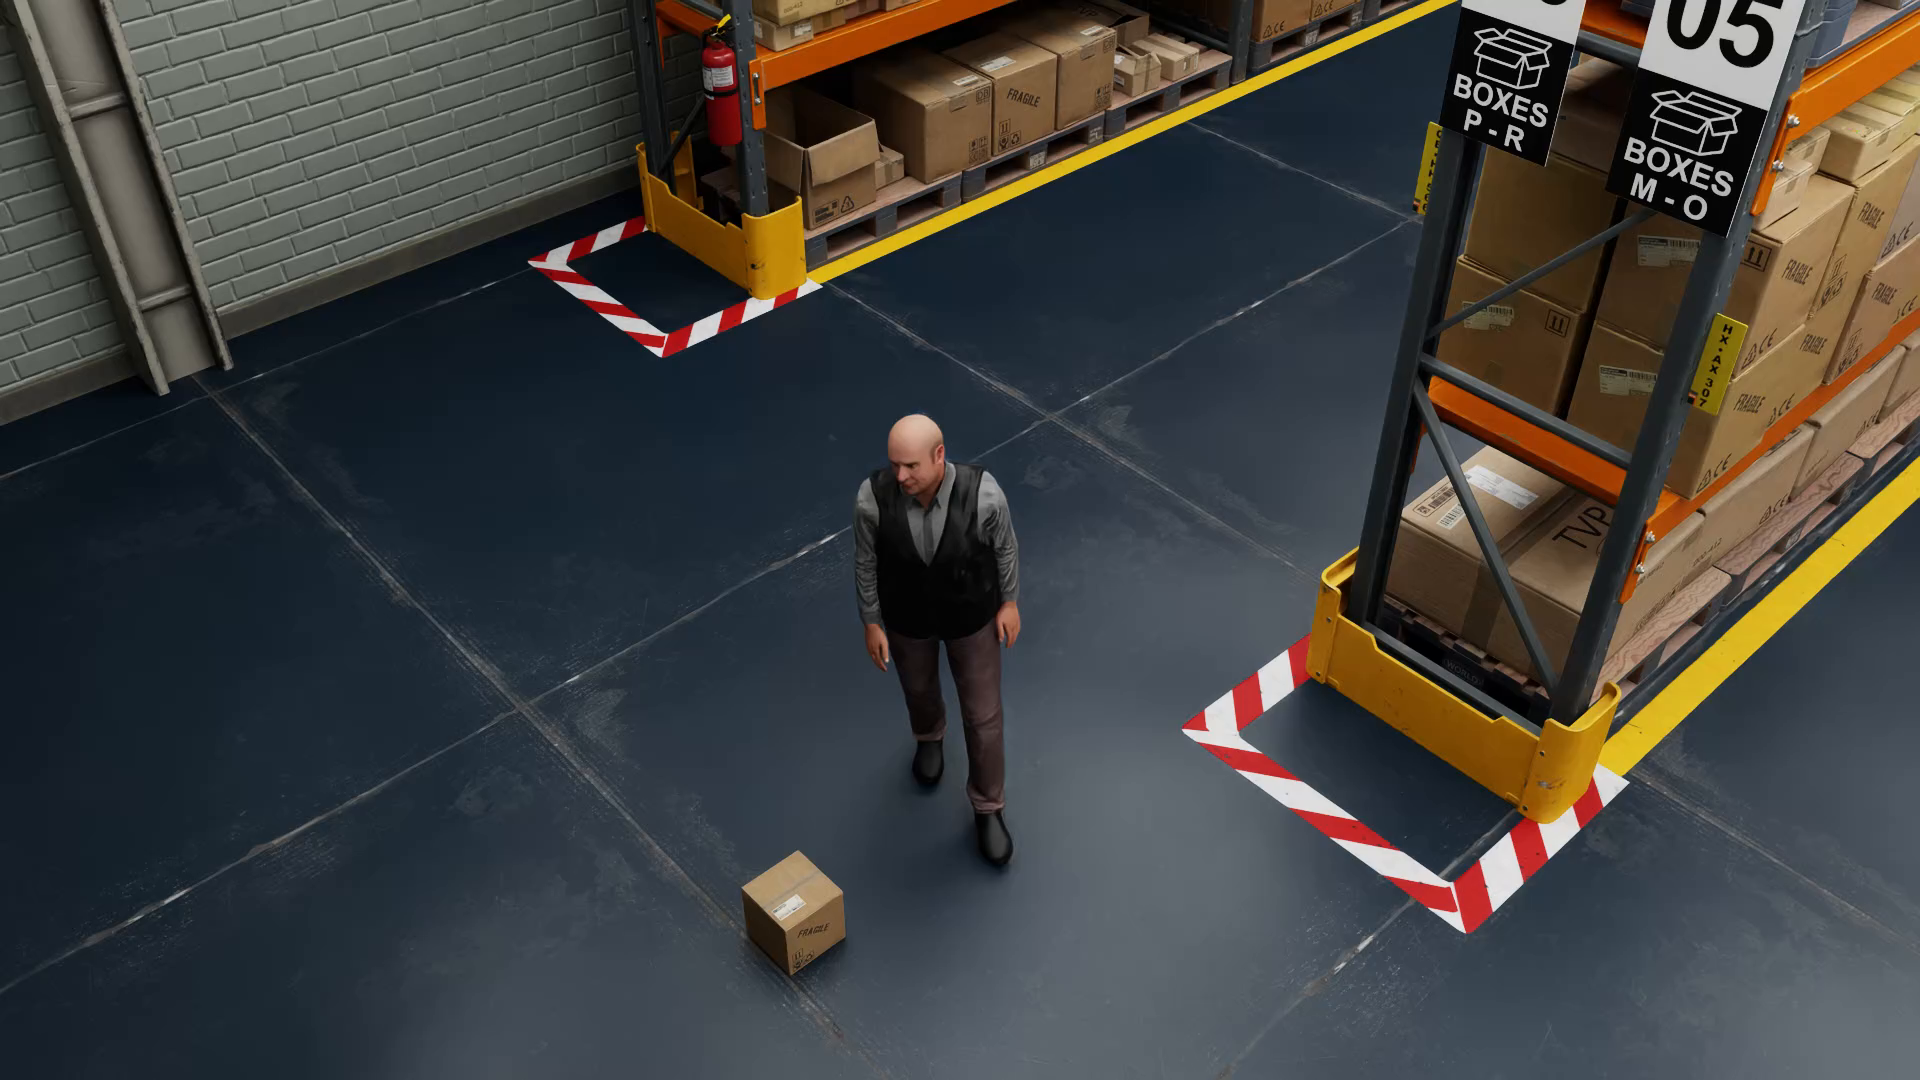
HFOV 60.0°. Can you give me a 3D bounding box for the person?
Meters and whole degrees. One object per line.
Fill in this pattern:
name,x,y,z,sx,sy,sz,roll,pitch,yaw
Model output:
person,-0.076,0.311,5.776,0.584,1.706,0.715,3,40,3
